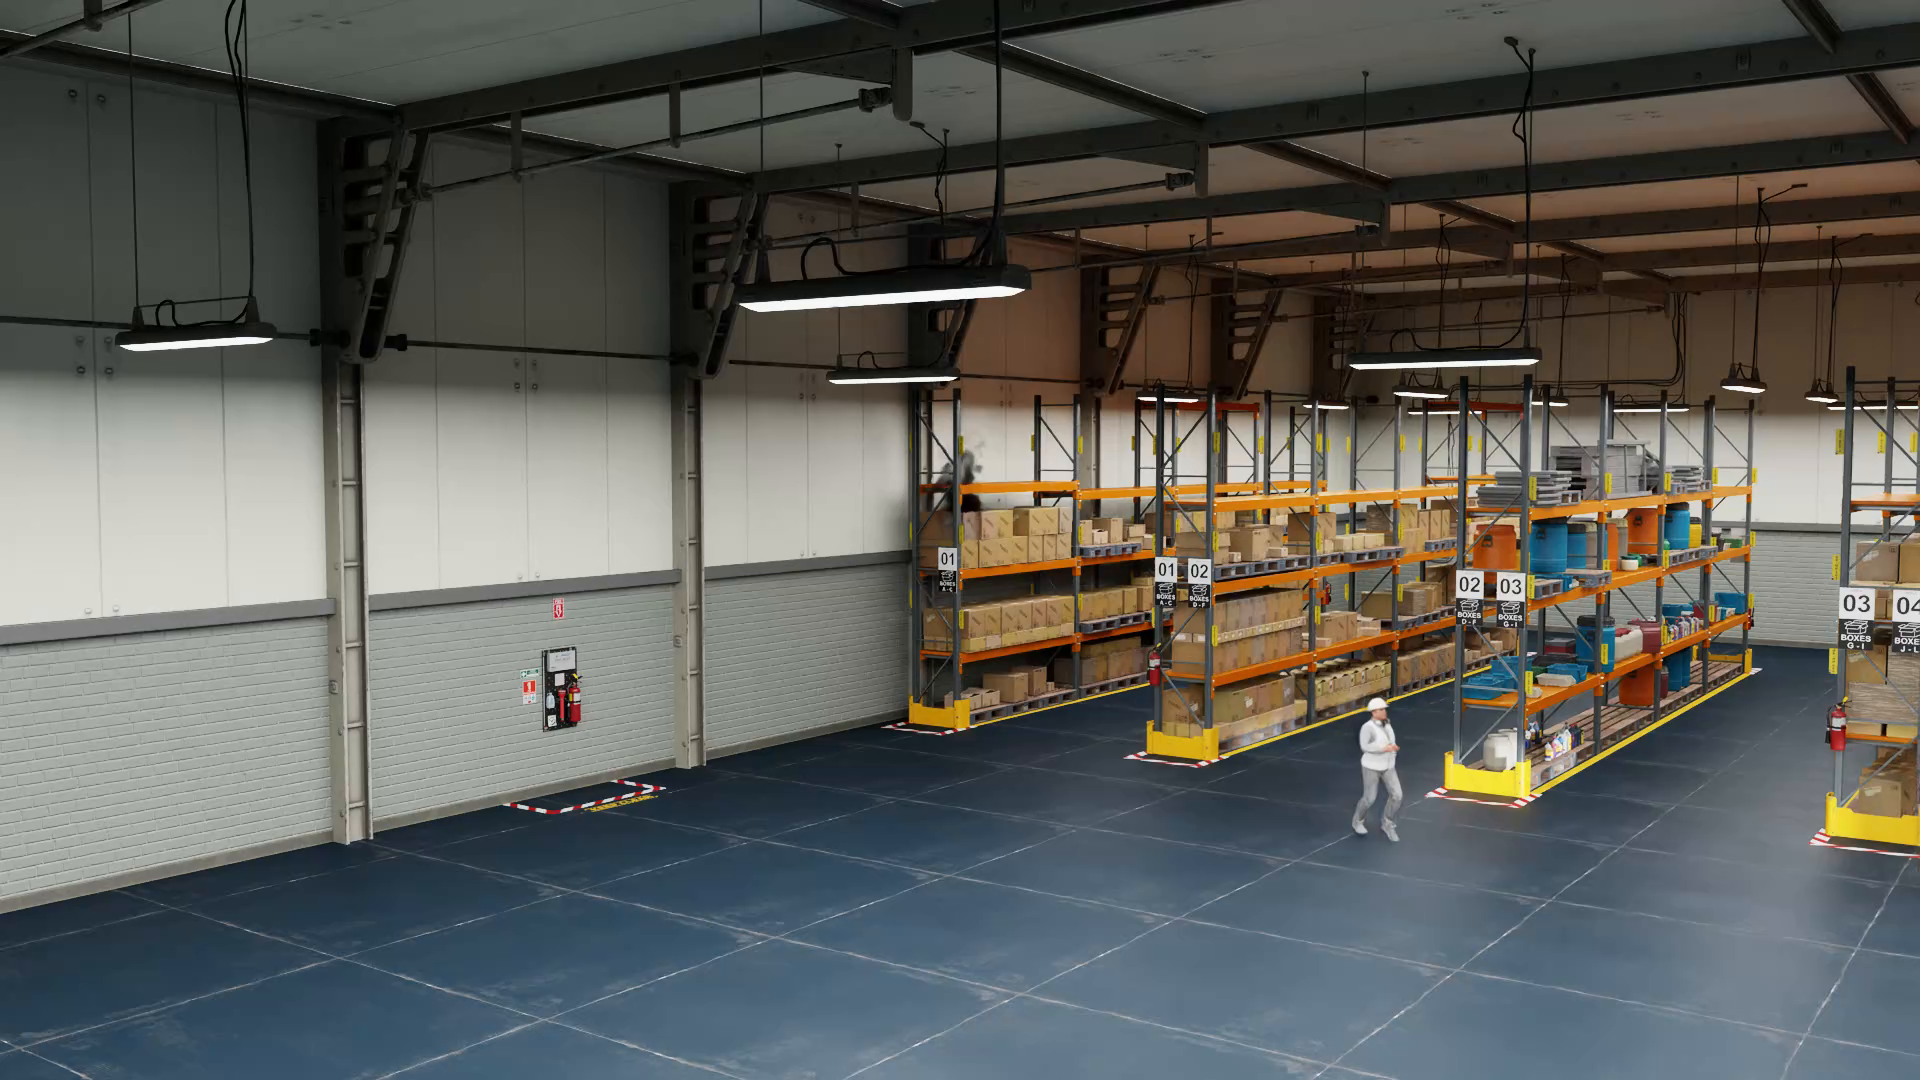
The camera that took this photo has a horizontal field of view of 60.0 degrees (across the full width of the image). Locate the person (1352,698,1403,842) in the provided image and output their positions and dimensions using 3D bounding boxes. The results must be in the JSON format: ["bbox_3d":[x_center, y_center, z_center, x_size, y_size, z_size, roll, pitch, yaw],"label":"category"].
[{"bbox_3d":[5.303,2.916,21.100,0.676,1.839,0.752,-2,4,-31],"label":"person"}]
